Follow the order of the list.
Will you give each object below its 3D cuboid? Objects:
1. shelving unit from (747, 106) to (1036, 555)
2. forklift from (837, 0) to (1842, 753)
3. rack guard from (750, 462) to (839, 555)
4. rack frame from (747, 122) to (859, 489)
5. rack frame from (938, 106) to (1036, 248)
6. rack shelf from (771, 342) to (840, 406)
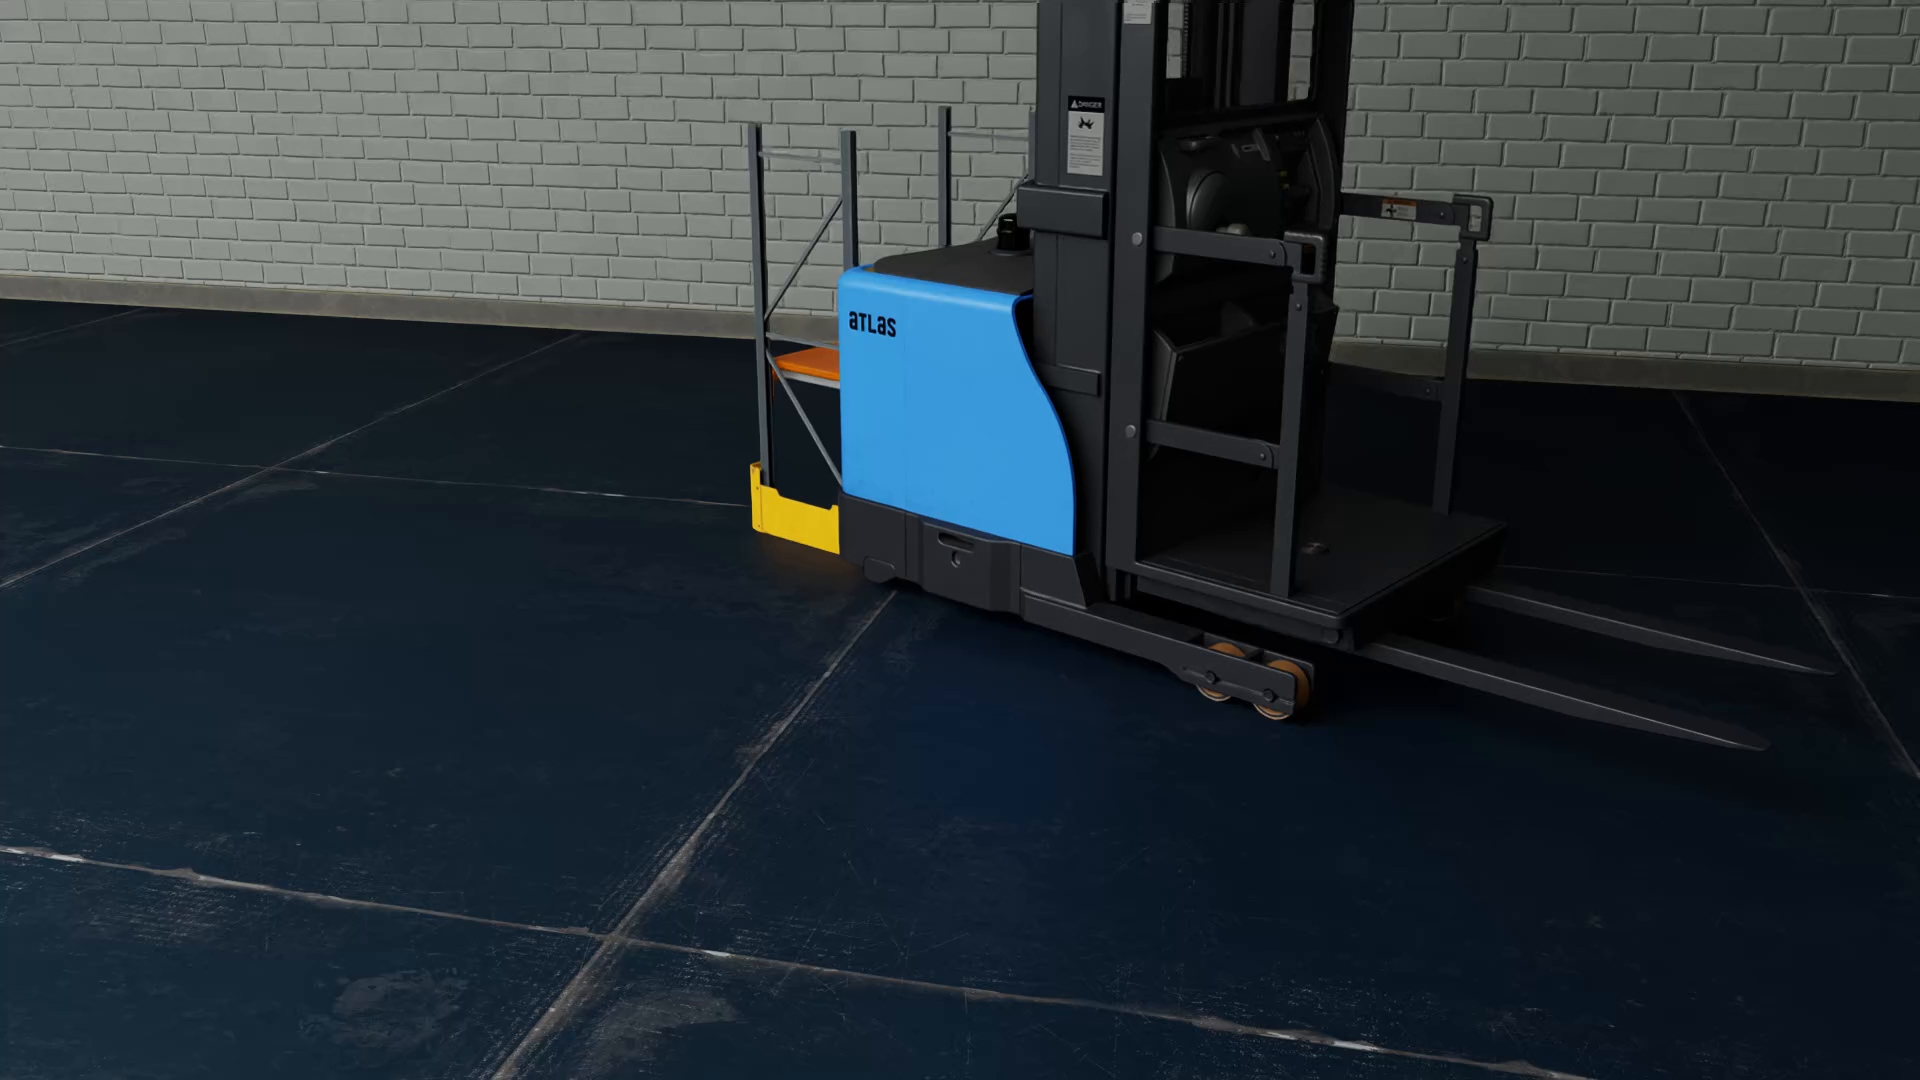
[{"bbox_3d":[-0.222,-0.825,6.283,0.587,1.500,1.083,15,24,38],"label":"shelving unit"},{"bbox_3d":[1.021,-1.070,4.787,3.031,2.935,1.130,16,24,38],"label":"forklift"},{"bbox_3d":[-0.545,-0.111,6.126,0.587,0.250,0.087,15,24,38],"label":"rack guard"},{"bbox_3d":[-0.546,-0.702,5.923,0.500,1.500,0.032,15,24,38],"label":"rack frame"},{"bbox_3d":[0.113,-0.952,6.656,0.500,1.500,0.032,15,24,38],"label":"rack frame"},{"bbox_3d":[-0.216,-0.657,6.348,0.538,0.185,1.000,15,24,38],"label":"rack shelf"}]
